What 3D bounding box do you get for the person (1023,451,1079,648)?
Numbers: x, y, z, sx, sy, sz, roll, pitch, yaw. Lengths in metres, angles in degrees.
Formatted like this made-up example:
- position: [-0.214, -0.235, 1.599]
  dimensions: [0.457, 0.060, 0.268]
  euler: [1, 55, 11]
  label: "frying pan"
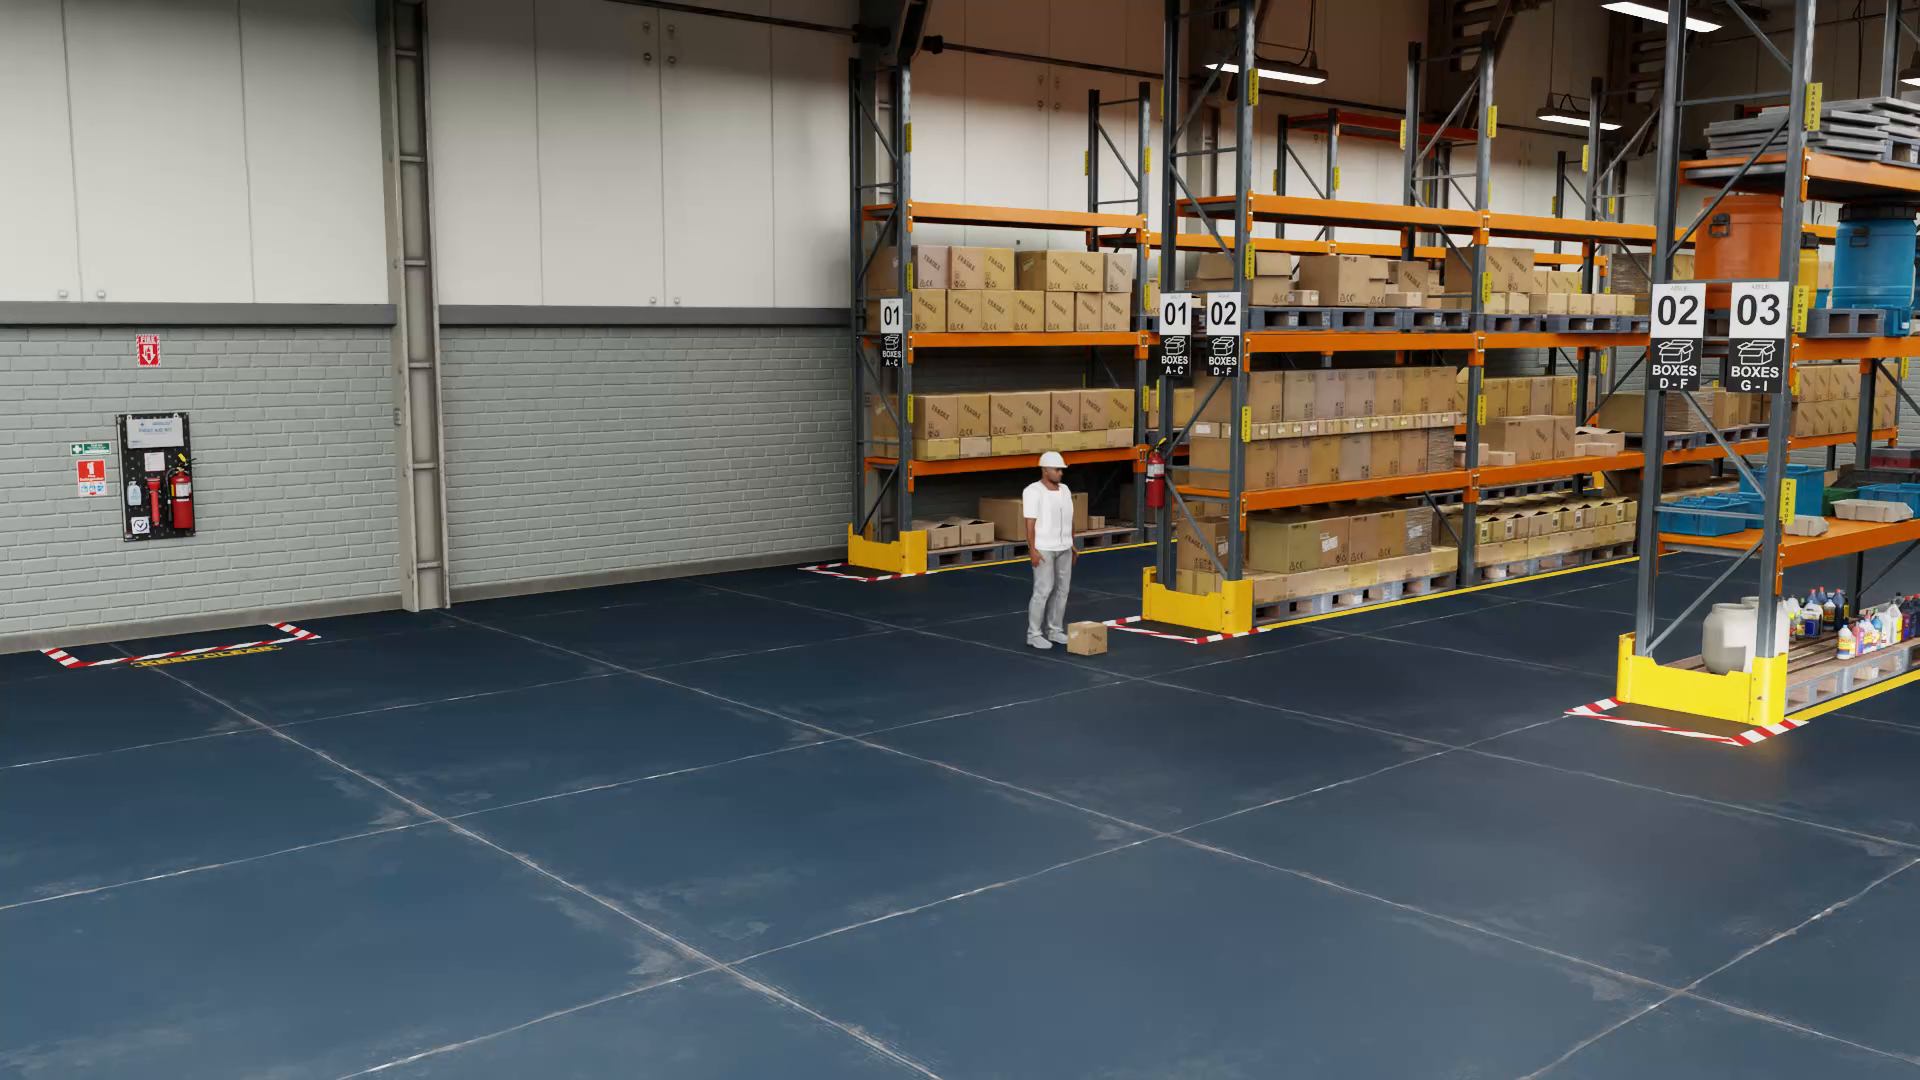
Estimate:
- position: [0.831, 0.076, 15.111]
  dimensions: [0.565, 1.764, 0.358]
  euler: [-6, 10, -40]
  label: "person"
